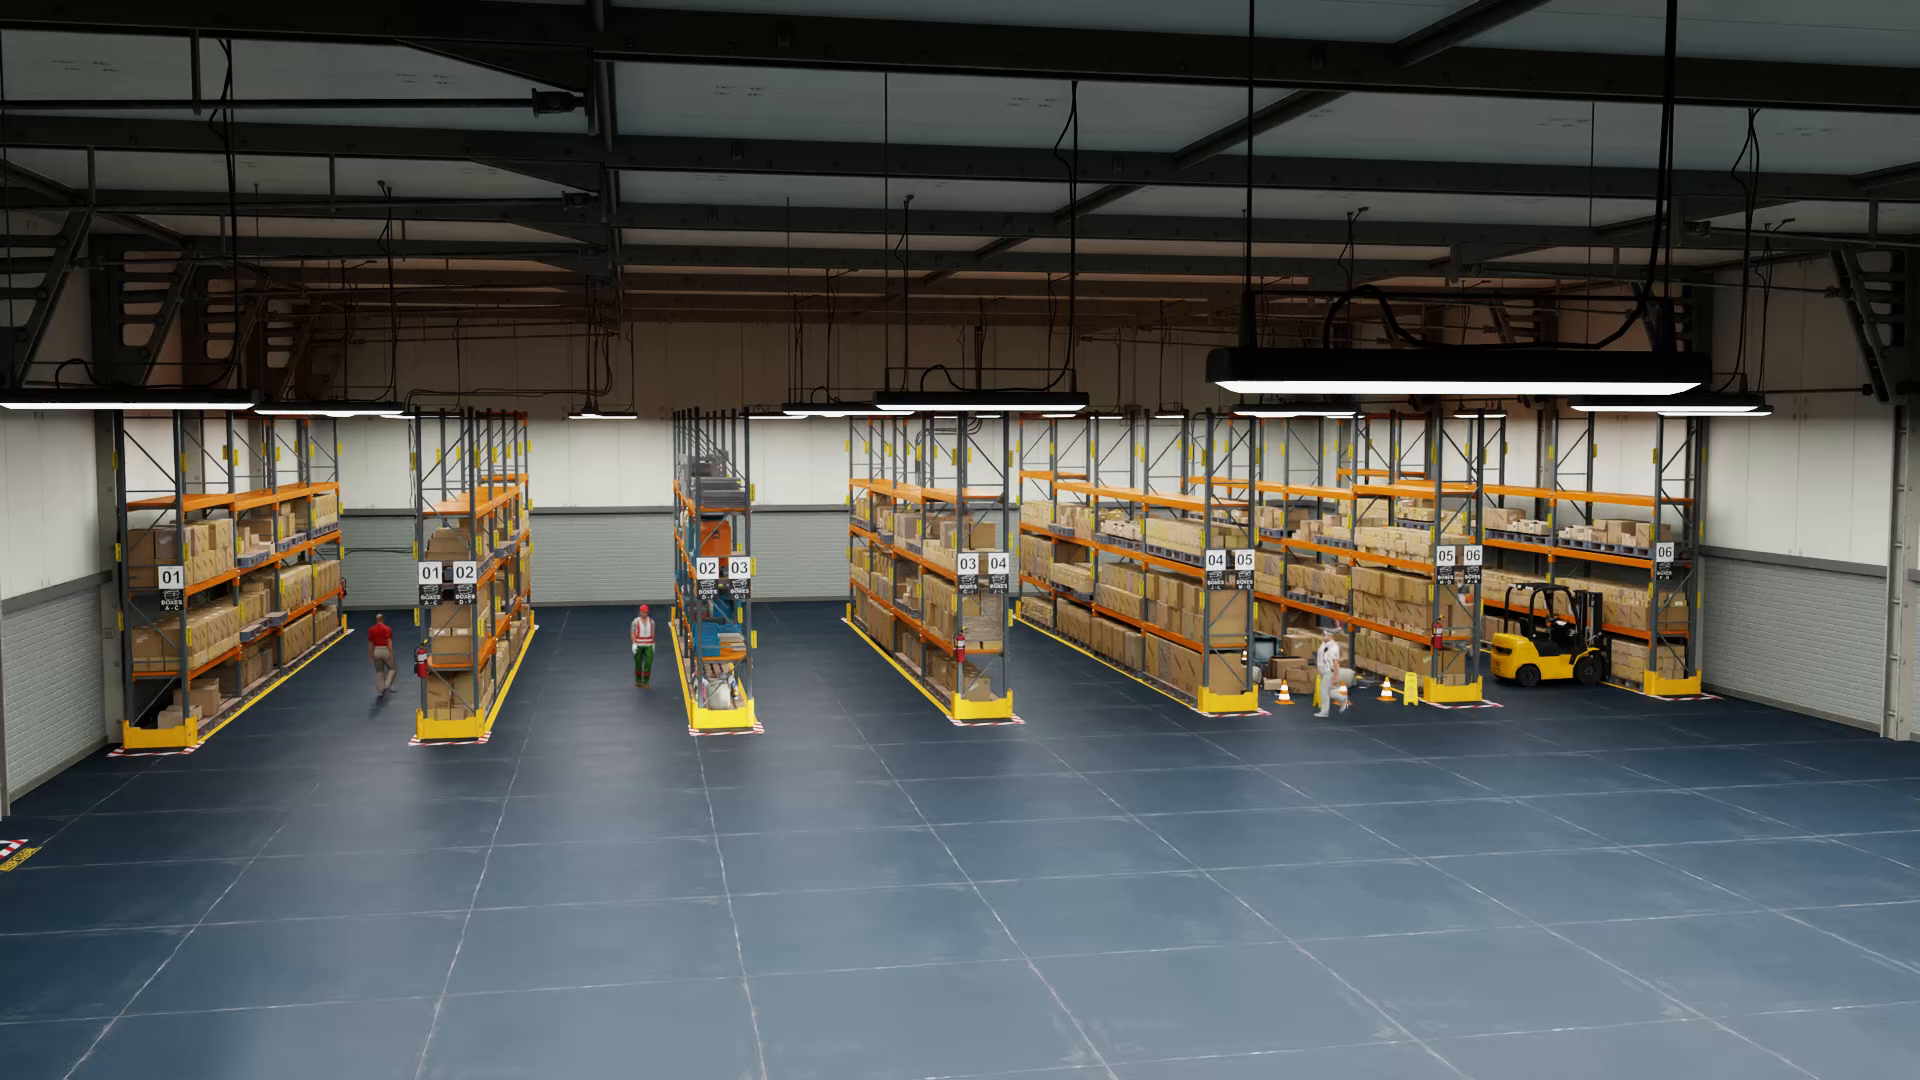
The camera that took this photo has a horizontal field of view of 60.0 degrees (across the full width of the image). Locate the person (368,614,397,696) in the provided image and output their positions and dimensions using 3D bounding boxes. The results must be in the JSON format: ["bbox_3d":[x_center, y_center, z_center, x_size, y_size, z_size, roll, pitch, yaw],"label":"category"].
[{"bbox_3d":[-12.026,2.396,34.611,0.607,1.707,0.524,0,4,-5],"label":"person"}]

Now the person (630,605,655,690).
[{"bbox_3d":[-6.803,2.308,35.726,0.562,1.827,0.610,-2,4,-20],"label":"person"}]

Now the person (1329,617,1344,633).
[{"bbox_3d":[10.248,1.694,45.018,0.491,1.681,0.399,-3,5,-41],"label":"person"}]

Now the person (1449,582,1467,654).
[{"bbox_3d":[12.265,1.916,40.893,0.540,1.765,0.543,-2,5,-30],"label":"person"}]

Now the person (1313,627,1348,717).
[{"bbox_3d":[7.213,2.543,32.276,0.826,1.736,0.563,-1,4,-16],"label":"person"}]
